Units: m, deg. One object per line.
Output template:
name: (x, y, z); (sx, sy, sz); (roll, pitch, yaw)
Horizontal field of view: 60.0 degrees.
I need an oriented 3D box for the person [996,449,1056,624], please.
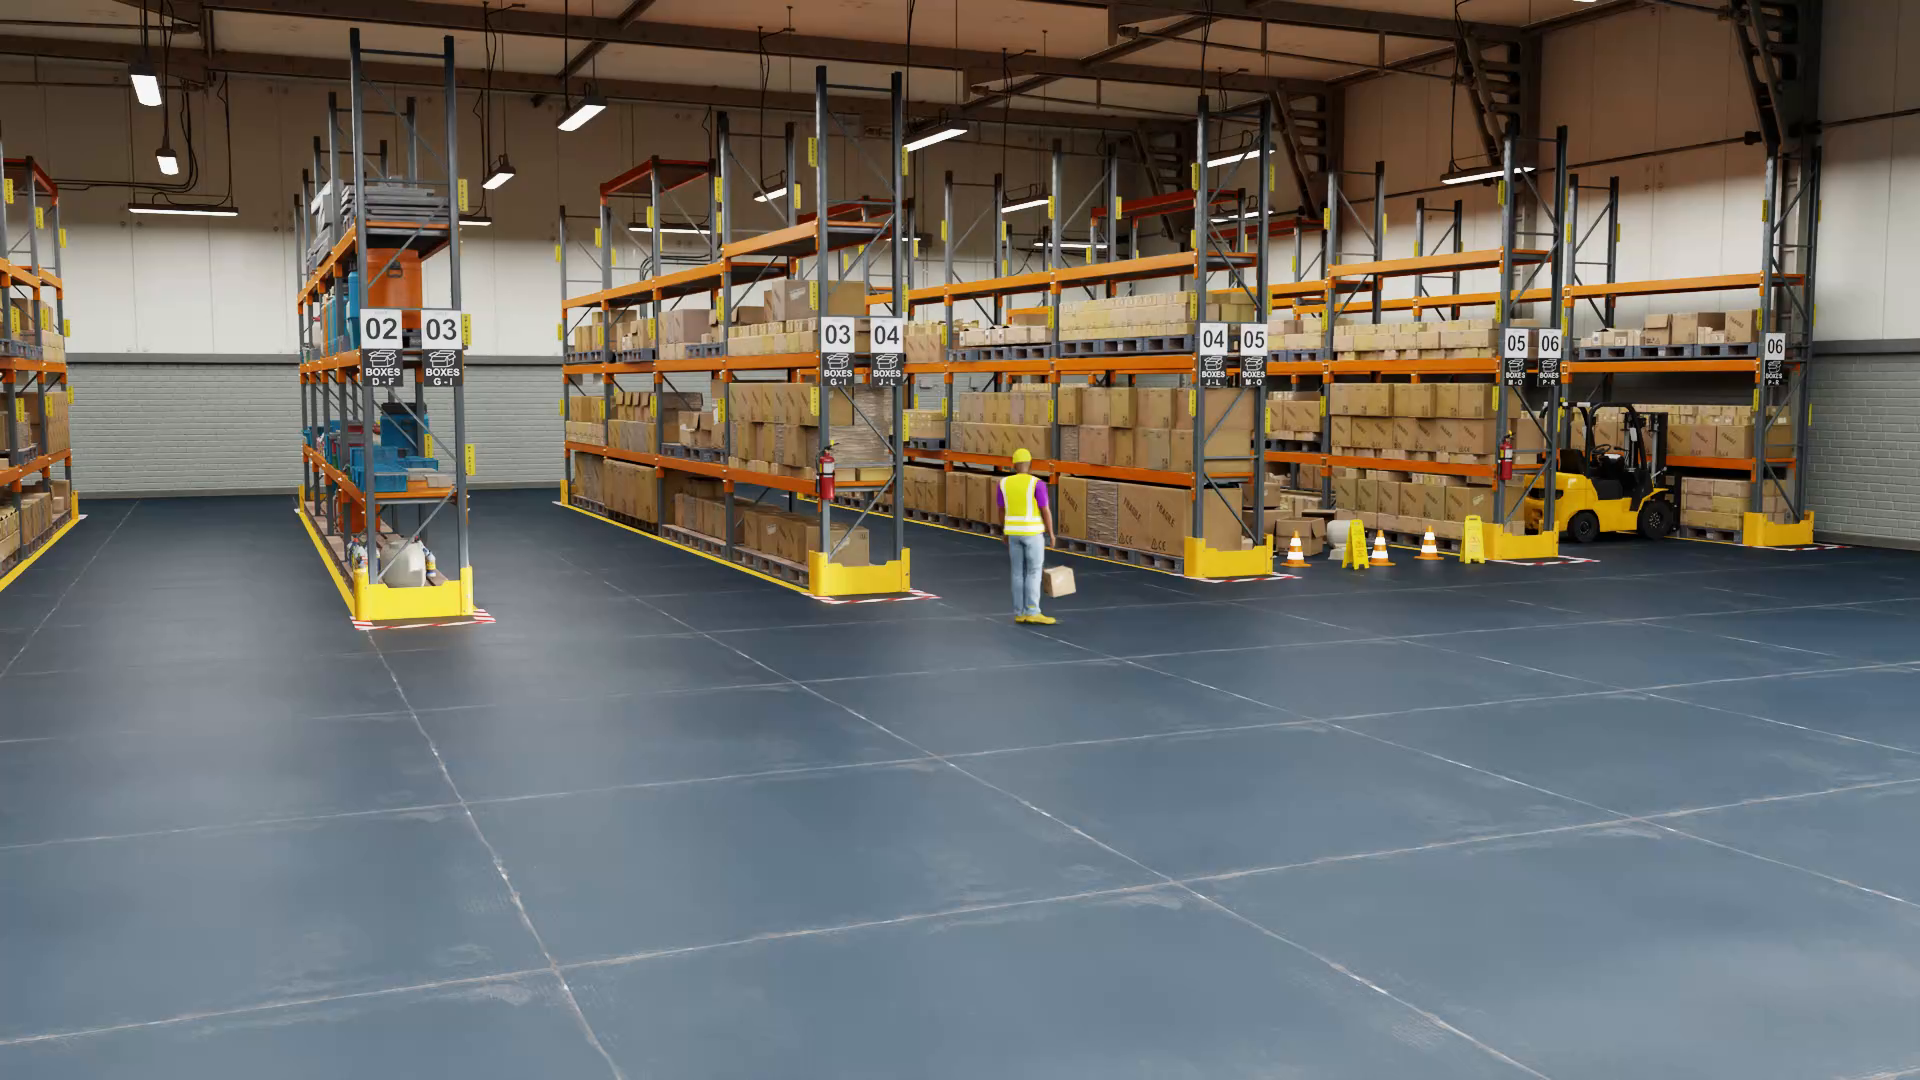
person: (0.709, -0.052, 17.008); (0.671, 1.768, 0.396); (3, 6, 32)
